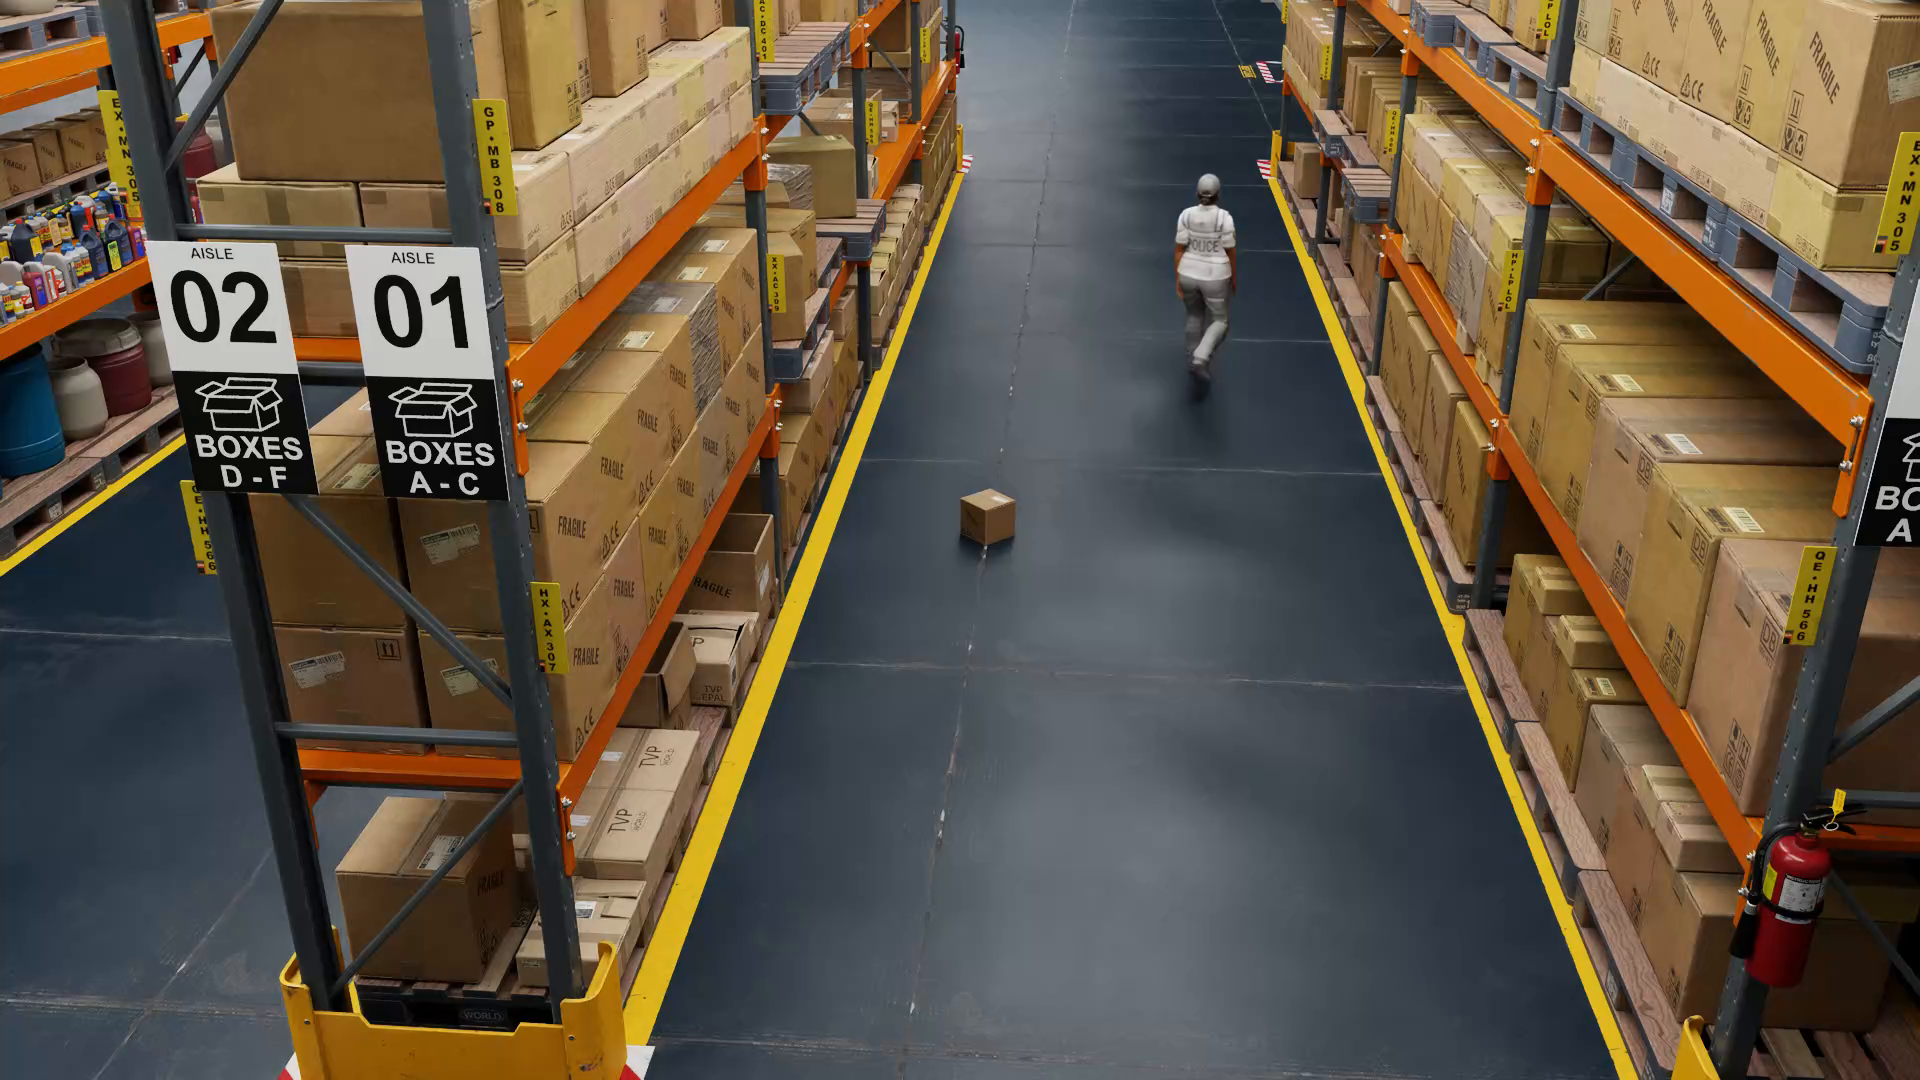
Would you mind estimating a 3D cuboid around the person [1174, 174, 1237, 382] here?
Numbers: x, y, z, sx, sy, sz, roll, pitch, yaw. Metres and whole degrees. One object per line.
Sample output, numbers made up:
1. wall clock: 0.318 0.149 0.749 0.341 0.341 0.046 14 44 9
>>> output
1. person: 1.913 -2.054 13.042 0.483 1.634 0.788 13 28 26
